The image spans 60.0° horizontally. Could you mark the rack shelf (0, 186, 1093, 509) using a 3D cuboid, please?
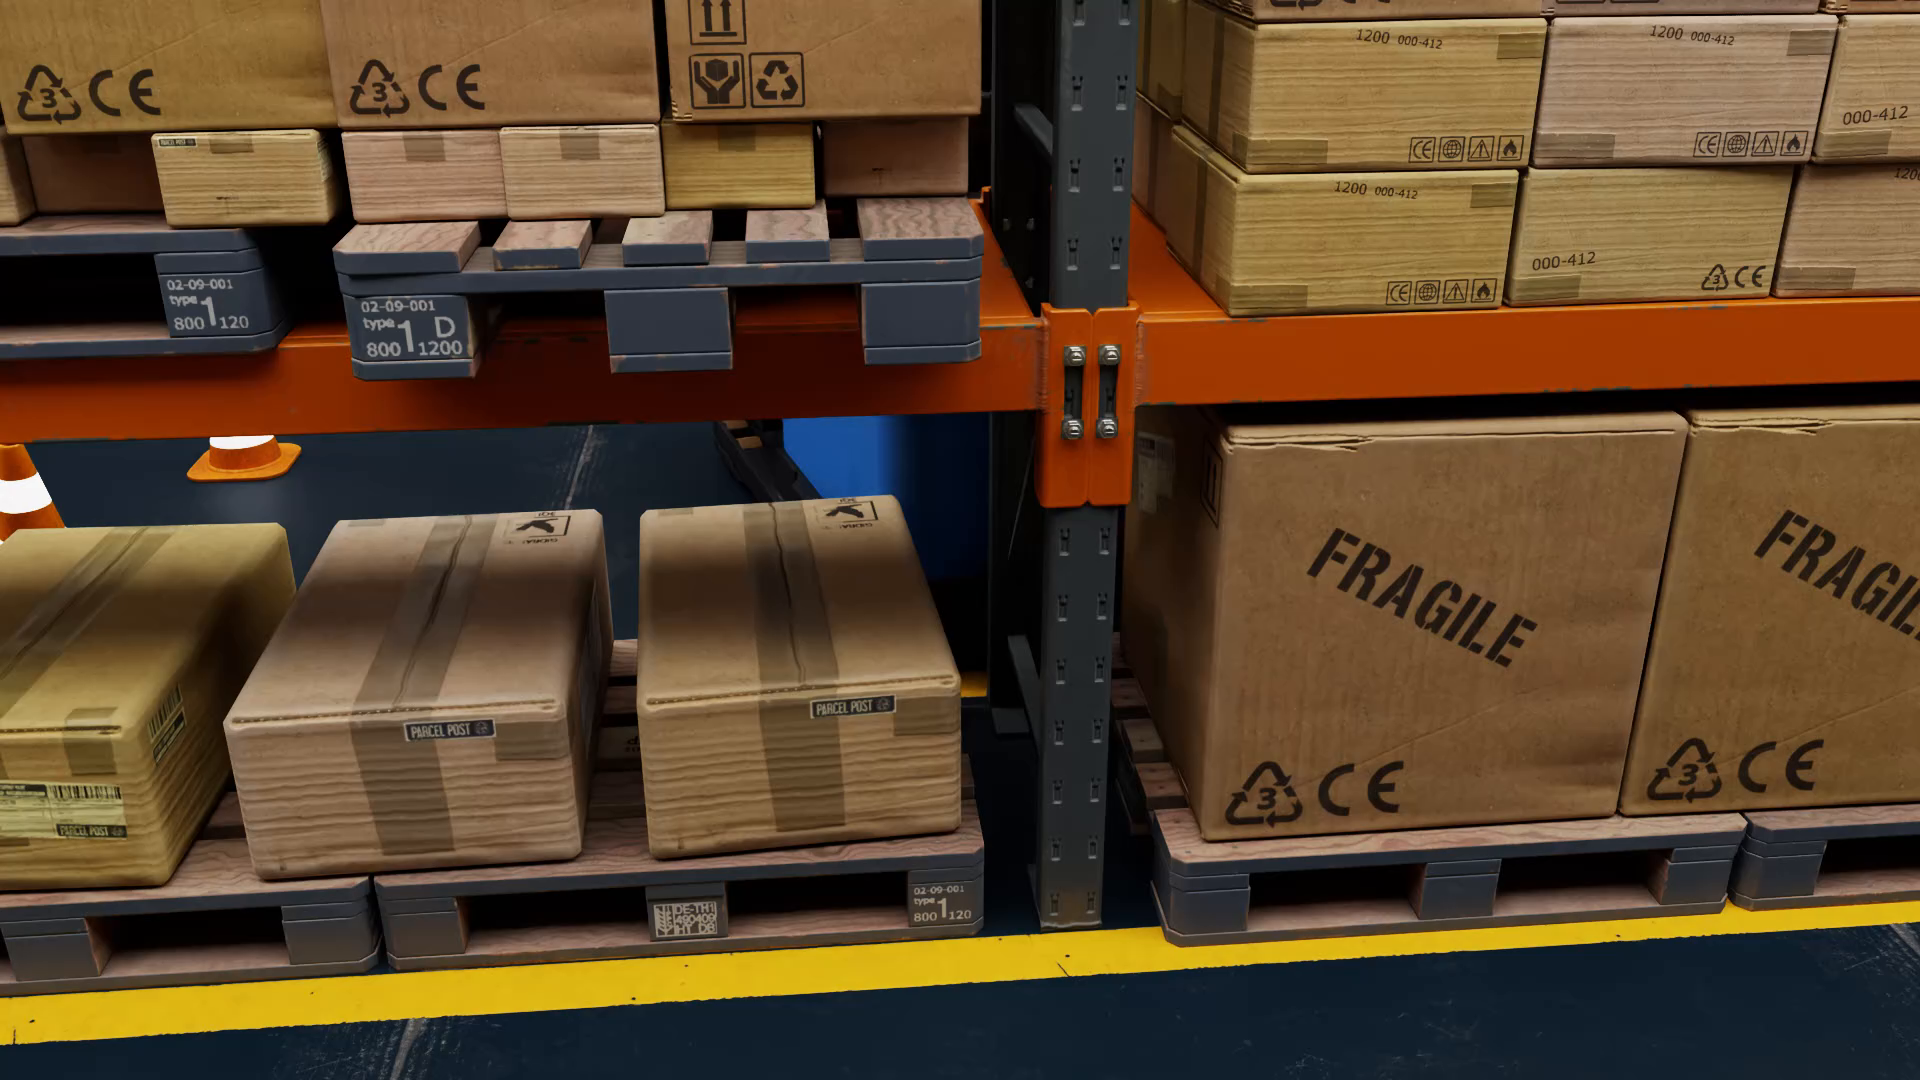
[{"bbox_3d":[-1.809,-0.357,3.246,4.000,0.370,1.077,-2,24,-5],"label":"rack shelf"}]

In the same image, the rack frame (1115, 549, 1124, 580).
[{"bbox_3d":[0.416,-0.175,4.159,0.015,1.200,0.240,-10,27,-19],"label":"rack frame"}]

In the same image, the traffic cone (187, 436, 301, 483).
[{"bbox_3d":[-2.513,-0.478,5.755,0.334,0.463,0.336,-2,24,-5],"label":"traffic cone"}]

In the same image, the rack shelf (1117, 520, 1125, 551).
[{"bbox_3d":[0.644,0.025,4.353,0.480,0.148,0.258,-10,27,-19],"label":"rack shelf"}]

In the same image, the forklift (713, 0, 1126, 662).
[{"bbox_3d":[-0.222,-1.579,5.195,1.130,2.935,3.031,-9,25,-19],"label":"forklift"}]

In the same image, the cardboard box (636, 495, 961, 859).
[{"bbox_3d":[-0.382,0.262,3.686,0.625,0.372,0.950,-4,24,-9],"label":"cardboard box"}]

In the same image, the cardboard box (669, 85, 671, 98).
[{"bbox_3d":[-1.021,-1.938,8.170,0.750,0.750,1.050,-3,24,-6],"label":"cardboard box"}]

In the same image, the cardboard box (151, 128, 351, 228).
[{"bbox_3d":[-1.152,-0.643,2.796,0.250,0.149,0.380,-2,24,-4],"label":"cardboard box"}]

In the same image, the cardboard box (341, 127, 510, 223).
[{"bbox_3d":[-0.879,-0.660,2.833,0.250,0.149,0.380,-3,24,-8],"label":"cardboard box"}]

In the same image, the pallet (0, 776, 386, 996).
[{"bbox_3d":[-1.808,0.587,3.670,1.213,0.211,1.003,-2,24,-5],"label":"pallet"}]

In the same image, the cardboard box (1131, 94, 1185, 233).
[{"bbox_3d":[0.659,-0.822,3.591,0.500,0.250,0.500,-3,24,-7],"label":"cardboard box"}]

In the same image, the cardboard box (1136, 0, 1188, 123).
[{"bbox_3d":[0.638,-1.048,3.483,0.500,0.250,0.500,-2,24,-5],"label":"cardboard box"}]

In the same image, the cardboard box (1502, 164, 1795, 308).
[{"bbox_3d":[1.202,-0.643,3.187,0.500,0.250,0.500,-3,24,-7],"label":"cardboard box"}]

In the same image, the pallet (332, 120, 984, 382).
[{"bbox_3d":[-0.518,-0.606,3.157,1.003,0.211,1.213,-2,24,-5],"label":"pallet"}]

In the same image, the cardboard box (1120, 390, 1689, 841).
[{"bbox_3d":[0.877,0.019,3.612,0.875,0.875,0.875,-3,24,-6],"label":"cardboard box"}]

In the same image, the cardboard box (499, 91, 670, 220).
[{"bbox_3d":[-0.628,-0.666,2.848,0.250,0.149,0.380,-2,24,-6],"label":"cardboard box"}]

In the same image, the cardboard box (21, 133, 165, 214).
[{"bbox_3d":[-1.414,-0.684,2.888,0.250,0.149,0.380,-2,24,-5],"label":"cardboard box"}]

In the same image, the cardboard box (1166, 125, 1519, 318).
[{"bbox_3d":[0.693,-0.615,3.125,0.500,0.250,0.500,-3,24,-6],"label":"cardboard box"}]

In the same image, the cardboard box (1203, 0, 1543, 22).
[{"bbox_3d":[0.696,-1.189,2.878,0.500,0.500,0.500,-3,24,-7],"label":"cardboard box"}]

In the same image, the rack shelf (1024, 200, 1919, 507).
[{"bbox_3d":[2.171,-0.517,3.605,4.000,0.370,1.077,-2,24,-5],"label":"rack shelf"}]

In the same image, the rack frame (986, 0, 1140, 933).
[{"bbox_3d":[0.181,-0.766,3.279,0.127,3.000,1.000,-2,24,-5],"label":"rack frame"}]

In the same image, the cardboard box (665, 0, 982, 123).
[{"bbox_3d":[-0.244,-1.009,2.820,0.500,0.500,0.500,-3,24,-7],"label":"cardboard box"}]

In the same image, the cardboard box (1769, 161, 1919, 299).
[{"bbox_3d":[1.725,-0.661,3.229,0.500,0.250,0.500,-2,24,-3],"label":"cardboard box"}]

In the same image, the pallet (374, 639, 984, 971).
[{"bbox_3d":[-0.597,0.539,3.777,1.213,0.211,1.003,-2,24,-5],"label":"pallet"}]

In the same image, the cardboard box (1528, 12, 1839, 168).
[{"bbox_3d":[1.224,-0.866,3.075,0.500,0.250,0.500,-2,24,-4],"label":"cardboard box"}]

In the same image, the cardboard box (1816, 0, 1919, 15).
[{"bbox_3d":[1.705,-1.227,2.964,0.500,0.500,0.500,-2,24,-4],"label":"cardboard box"}]

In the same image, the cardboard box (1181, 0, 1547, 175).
[{"bbox_3d":[0.710,-0.846,3.029,0.500,0.250,0.500,-2,24,-6],"label":"cardboard box"}]

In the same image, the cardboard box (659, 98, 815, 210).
[{"bbox_3d":[-0.382,-0.695,2.912,0.250,0.149,0.380,-2,24,-4],"label":"cardboard box"}]

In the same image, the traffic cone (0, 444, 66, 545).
[{"bbox_3d":[-2.703,-0.062,4.820,0.334,0.463,0.336,-2,24,-5],"label":"traffic cone"}]

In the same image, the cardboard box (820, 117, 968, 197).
[{"bbox_3d":[-0.122,-0.734,3.002,0.250,0.149,0.380,-1,24,-3],"label":"cardboard box"}]

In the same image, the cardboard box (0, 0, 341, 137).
[{"bbox_3d":[-1.259,-0.963,2.717,0.500,0.500,0.500,-4,24,-9],"label":"cardboard box"}]

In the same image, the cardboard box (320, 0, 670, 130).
[{"bbox_3d":[-0.757,-0.983,2.763,0.500,0.500,0.500,-3,24,-6],"label":"cardboard box"}]

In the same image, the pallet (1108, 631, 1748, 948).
[{"bbox_3d":[0.973,0.508,3.848,1.213,0.211,1.003,-2,24,-5],"label":"pallet"}]

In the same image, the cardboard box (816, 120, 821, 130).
[{"bbox_3d":[-0.161,-0.905,3.385,0.250,0.149,0.380,-4,24,-8],"label":"cardboard box"}]

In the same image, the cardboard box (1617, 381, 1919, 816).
[{"bbox_3d":[1.765,-0.014,3.688,0.875,0.875,0.875,-2,24,-5],"label":"cardboard box"}]

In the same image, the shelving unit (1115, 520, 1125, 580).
[{"bbox_3d":[0.643,-0.214,4.237,0.503,1.200,0.258,-10,27,-19],"label":"shelving unit"}]

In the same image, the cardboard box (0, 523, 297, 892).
[{"bbox_3d":[-1.871,0.323,3.550,0.625,0.372,0.950,-2,24,-3],"label":"cardboard box"}]

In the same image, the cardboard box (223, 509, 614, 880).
[{"bbox_3d":[-1.116,0.295,3.612,0.625,0.372,0.950,-3,24,-6],"label":"cardboard box"}]

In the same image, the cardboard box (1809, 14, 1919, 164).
[{"bbox_3d":[1.721,-0.881,3.108,0.500,0.250,0.500,-2,24,-5],"label":"cardboard box"}]

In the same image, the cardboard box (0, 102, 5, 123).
[{"bbox_3d":[-1.803,-0.941,2.669,0.500,0.500,0.500,-3,24,-7],"label":"cardboard box"}]

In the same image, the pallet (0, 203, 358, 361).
[{"bbox_3d":[-1.785,-0.582,3.103,1.213,0.211,1.003,-2,24,-5],"label":"pallet"}]

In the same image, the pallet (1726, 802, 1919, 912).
[{"bbox_3d":[2.184,0.460,3.955,1.213,0.211,1.003,-2,24,-5],"label":"pallet"}]

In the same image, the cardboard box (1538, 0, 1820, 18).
[{"bbox_3d":[1.189,-1.213,2.931,0.500,0.500,0.500,-2,24,-5],"label":"cardboard box"}]

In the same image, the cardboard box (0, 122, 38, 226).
[{"bbox_3d":[-1.656,-0.641,2.790,0.250,0.149,0.380,-3,24,-7],"label":"cardboard box"}]

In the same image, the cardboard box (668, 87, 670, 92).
[{"bbox_3d":[-0.722,-0.915,3.407,0.250,0.149,0.380,-4,24,-9],"label":"cardboard box"}]
